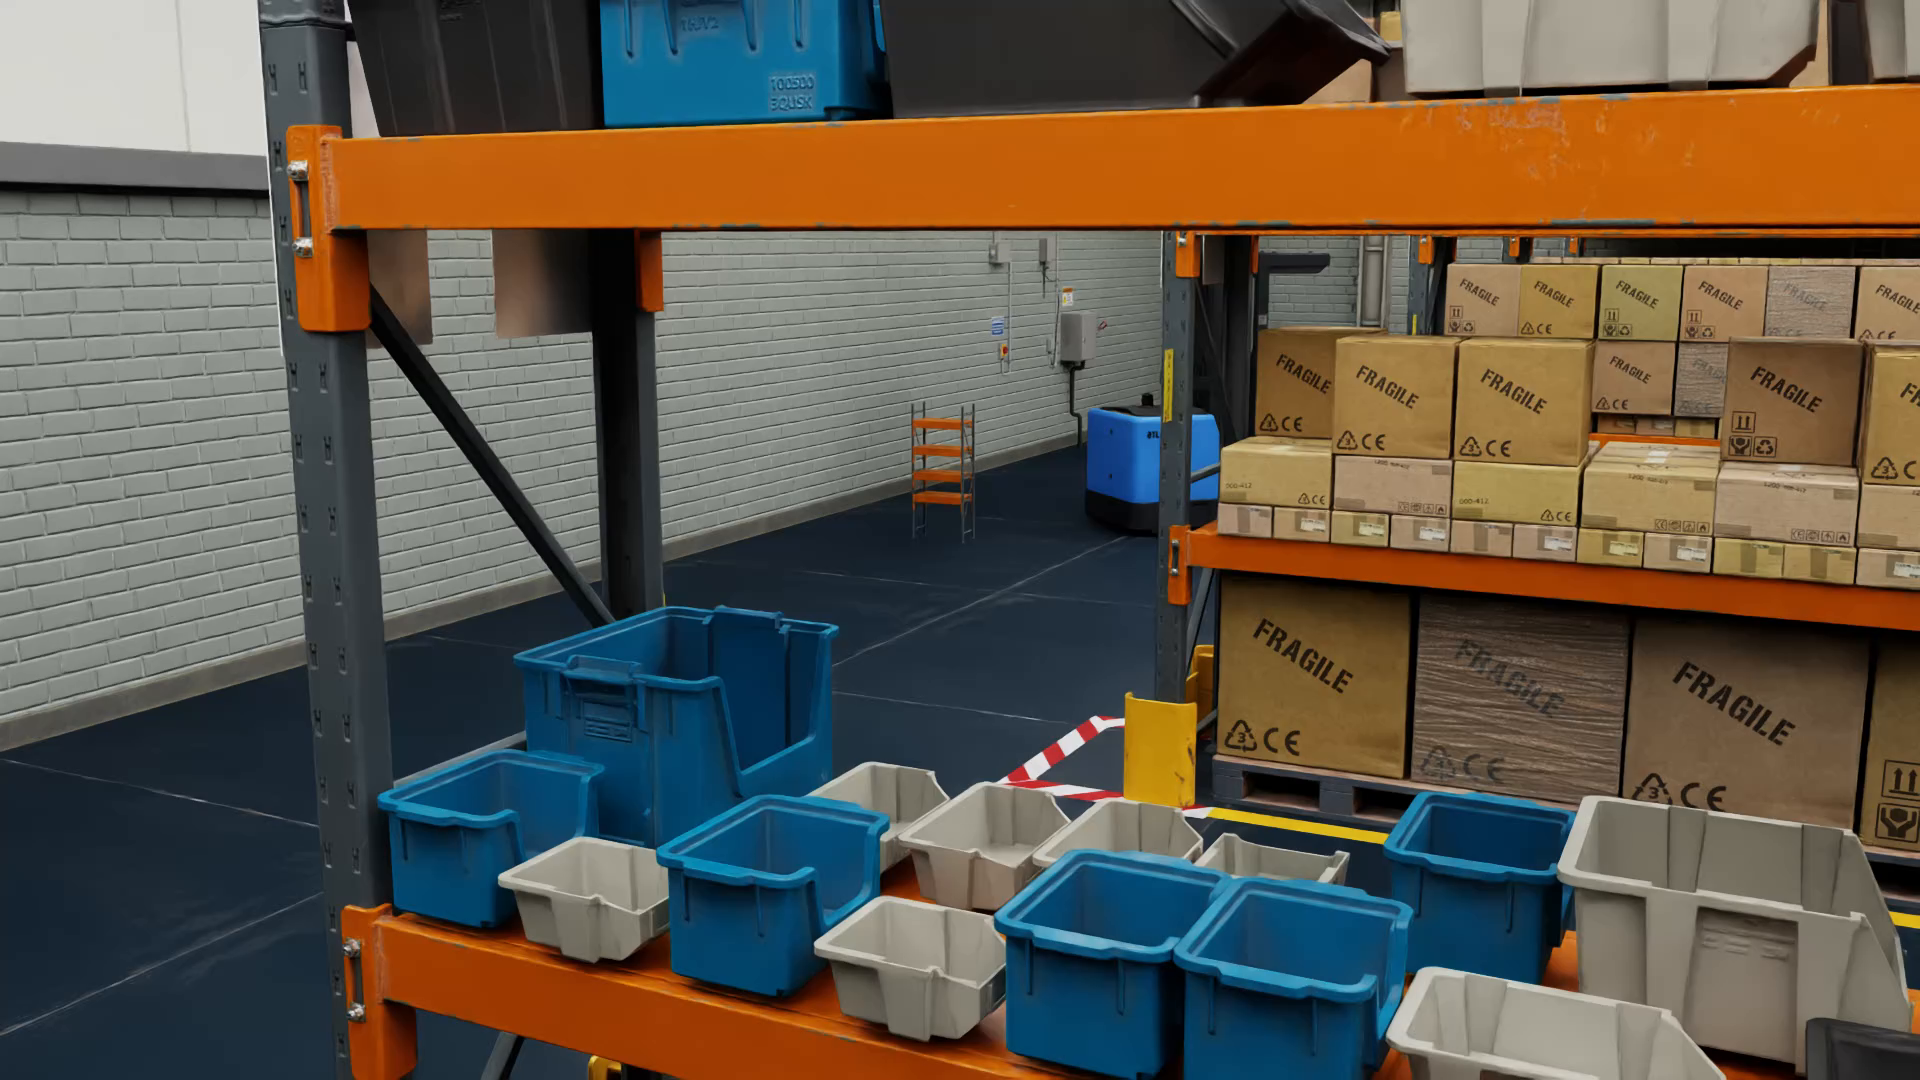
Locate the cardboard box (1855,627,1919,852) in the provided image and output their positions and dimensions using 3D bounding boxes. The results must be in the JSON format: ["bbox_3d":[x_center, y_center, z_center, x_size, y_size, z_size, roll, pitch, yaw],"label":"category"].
[{"bbox_3d":[4.223,0.768,6.849,0.875,0.875,0.875,5,11,26],"label":"cardboard box"}]

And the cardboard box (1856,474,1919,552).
[{"bbox_3d":[3.802,-0.112,6.510,0.500,0.250,0.500,5,12,28],"label":"cardboard box"}]

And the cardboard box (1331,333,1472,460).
[{"bbox_3d":[1.952,-0.642,7.336,0.500,0.500,0.500,5,11,24],"label":"cardboard box"}]

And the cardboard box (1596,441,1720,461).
[{"bbox_3d":[3.124,-0.277,7.425,0.500,0.250,0.500,5,11,26],"label":"cardboard box"}]

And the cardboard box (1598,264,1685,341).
[{"bbox_3d":[4.675,-1.632,11.400,0.500,0.500,0.500,5,11,25],"label":"cardboard box"}]

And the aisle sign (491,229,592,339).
[{"bbox_3d":[-0.934,-0.862,3.769,0.004,0.787,0.394,5,11,26],"label":"aisle sign"}]

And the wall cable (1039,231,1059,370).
[{"bbox_3d":[1.127,-3.072,20.427,0.122,1.984,0.588,5,11,26],"label":"wall cable"}]

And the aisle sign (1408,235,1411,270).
[{"bbox_3d":[3.279,-2.342,11.950,0.004,0.787,0.394,5,11,26],"label":"aisle sign"}]

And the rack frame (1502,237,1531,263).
[{"bbox_3d":[5.577,-1.904,16.826,0.127,3.000,1.000,5,11,26],"label":"rack frame"}]

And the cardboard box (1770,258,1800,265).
[{"bbox_3d":[7.629,-2.533,15.395,0.250,0.149,0.380,5,11,25],"label":"cardboard box"}]

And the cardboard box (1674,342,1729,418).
[{"bbox_3d":[5.143,-1.103,11.288,0.500,0.500,0.500,5,11,24],"label":"cardboard box"}]

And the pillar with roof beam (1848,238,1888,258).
[{"bbox_3d":[9.227,-4.845,16.232,0.400,9.000,9.100,5,11,26],"label":"pillar with roof beam"}]

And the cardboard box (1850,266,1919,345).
[{"bbox_3d":[6.057,-1.511,10.735,0.500,0.500,0.500,5,11,24],"label":"cardboard box"}]

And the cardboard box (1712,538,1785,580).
[{"bbox_3d":[3.208,0.045,6.765,0.250,0.149,0.380,5,11,25],"label":"cardboard box"}]

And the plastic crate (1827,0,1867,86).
[{"bbox_3d":[1.595,-0.768,2.496,0.590,0.269,0.497,5,11,26],"label":"plastic crate"}]

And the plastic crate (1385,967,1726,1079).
[{"bbox_3d":[0.893,0.796,2.480,0.466,0.136,0.293,5,11,26],"label":"plastic crate"}]

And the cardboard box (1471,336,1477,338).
[{"bbox_3d":[3.758,-1.221,11.940,0.500,0.500,0.500,6,12,29],"label":"cardboard box"}]

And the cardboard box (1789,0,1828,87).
[{"bbox_3d":[3.571,-1.882,6.543,0.500,0.500,0.700,6,12,29],"label":"cardboard box"}]

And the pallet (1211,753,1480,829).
[{"bbox_3d":[1.944,1.102,8.051,1.213,0.211,1.003,5,11,26],"label":"pallet"}]

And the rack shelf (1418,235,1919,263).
[{"bbox_3d":[5.271,-2.070,11.340,4.000,0.370,1.077,5,11,26],"label":"rack shelf"}]

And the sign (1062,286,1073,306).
[{"bbox_3d":[1.360,-3.082,21.019,0.001,0.242,0.339,5,11,26],"label":"sign"}]

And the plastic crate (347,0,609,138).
[{"bbox_3d":[-0.777,-0.867,3.041,0.590,0.269,0.497,5,11,26],"label":"plastic crate"}]

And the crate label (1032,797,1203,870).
[{"bbox_3d":[0.326,0.649,3.295,0.243,0.136,0.396,5,11,26],"label":"crate label"}]

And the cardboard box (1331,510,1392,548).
[{"bbox_3d":[1.825,-0.077,7.436,0.250,0.149,0.380,5,11,24],"label":"cardboard box"}]

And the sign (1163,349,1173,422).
[{"bbox_3d":[0.941,-0.698,7.510,0.005,0.325,0.100,5,11,26],"label":"sign"}]

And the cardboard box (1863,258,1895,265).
[{"bbox_3d":[8.340,-2.482,15.110,0.250,0.149,0.380,5,11,26],"label":"cardboard box"}]

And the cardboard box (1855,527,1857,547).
[{"bbox_3d":[3.953,-0.020,7.126,0.250,0.149,0.380,5,11,24],"label":"cardboard box"}]

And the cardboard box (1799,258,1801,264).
[{"bbox_3d":[8.090,-2.601,15.770,0.250,0.149,0.380,5,11,24],"label":"cardboard box"}]

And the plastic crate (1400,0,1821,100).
[{"bbox_3d":[0.852,-0.724,2.217,0.530,0.282,0.437,5,11,26],"label":"plastic crate"}]

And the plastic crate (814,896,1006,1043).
[{"bbox_3d":[-0.064,0.734,2.823,0.298,0.136,0.250,5,11,26],"label":"plastic crate"}]

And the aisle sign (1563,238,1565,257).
[{"bbox_3d":[7.579,-3.934,20.747,0.004,0.787,0.394,5,11,26],"label":"aisle sign"}]

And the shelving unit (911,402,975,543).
[{"bbox_3d":[-0.148,-0.603,14.695,0.503,1.200,0.258,5,11,26],"label":"shelving unit"}]

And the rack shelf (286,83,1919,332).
[{"bbox_3d":[0.794,-0.494,2.637,4.000,0.370,1.077,5,11,26],"label":"rack shelf"}]

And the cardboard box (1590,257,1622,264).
[{"bbox_3d":[6.222,-2.644,16.006,0.250,0.149,0.380,5,12,28],"label":"cardboard box"}]

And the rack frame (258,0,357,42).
[{"bbox_3d":[-0.999,-2.482,3.176,0.127,3.000,1.000,5,11,26],"label":"rack frame"}]

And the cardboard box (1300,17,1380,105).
[{"bbox_3d":[1.682,-2.070,7.580,0.500,0.500,0.700,4,11,22],"label":"cardboard box"}]

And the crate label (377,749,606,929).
[{"bbox_3d":[-0.924,0.595,3.322,0.303,0.233,0.416,5,11,26],"label":"crate label"}]

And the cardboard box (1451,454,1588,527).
[{"bbox_3d":[2.421,-0.233,7.178,0.500,0.250,0.500,5,11,24],"label":"cardboard box"}]

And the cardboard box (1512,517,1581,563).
[{"bbox_3d":[2.519,-0.016,7.100,0.250,0.149,0.380,5,11,25],"label":"cardboard box"}]

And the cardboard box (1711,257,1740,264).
[{"bbox_3d":[7.383,-2.652,16.053,0.250,0.149,0.380,5,12,28],"label":"cardboard box"}]

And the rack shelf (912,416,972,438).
[{"bbox_3d":[-0.148,-0.990,14.625,0.480,0.148,0.258,5,11,26],"label":"rack shelf"}]

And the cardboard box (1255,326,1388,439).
[{"bbox_3d":[1.745,-0.766,8.021,0.500,0.500,0.500,5,11,27],"label":"cardboard box"}]

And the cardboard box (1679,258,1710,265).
[{"bbox_3d":[6.930,-2.587,15.694,0.250,0.149,0.380,5,11,26],"label":"cardboard box"}]

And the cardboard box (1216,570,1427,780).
[{"bbox_3d":[1.802,0.556,8.025,0.875,0.875,0.875,5,11,26],"label":"cardboard box"}]

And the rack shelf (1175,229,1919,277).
[{"bbox_3d":[2.986,-1.285,7.007,4.000,0.370,1.077,5,11,26],"label":"rack shelf"}]

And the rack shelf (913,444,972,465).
[{"bbox_3d":[-0.148,-0.757,14.668,0.480,0.148,0.258,5,11,26],"label":"rack shelf"}]

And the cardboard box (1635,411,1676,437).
[{"bbox_3d":[4.821,-0.813,11.504,0.250,0.149,0.380,5,11,25],"label":"cardboard box"}]

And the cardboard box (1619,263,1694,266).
[{"bbox_3d":[4.923,-1.717,11.871,0.500,0.500,0.500,6,12,29],"label":"cardboard box"}]

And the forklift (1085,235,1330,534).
[{"bbox_3d":[2.747,-1.644,15.584,3.031,2.935,1.130,-4,11,-22],"label":"forklift"}]
